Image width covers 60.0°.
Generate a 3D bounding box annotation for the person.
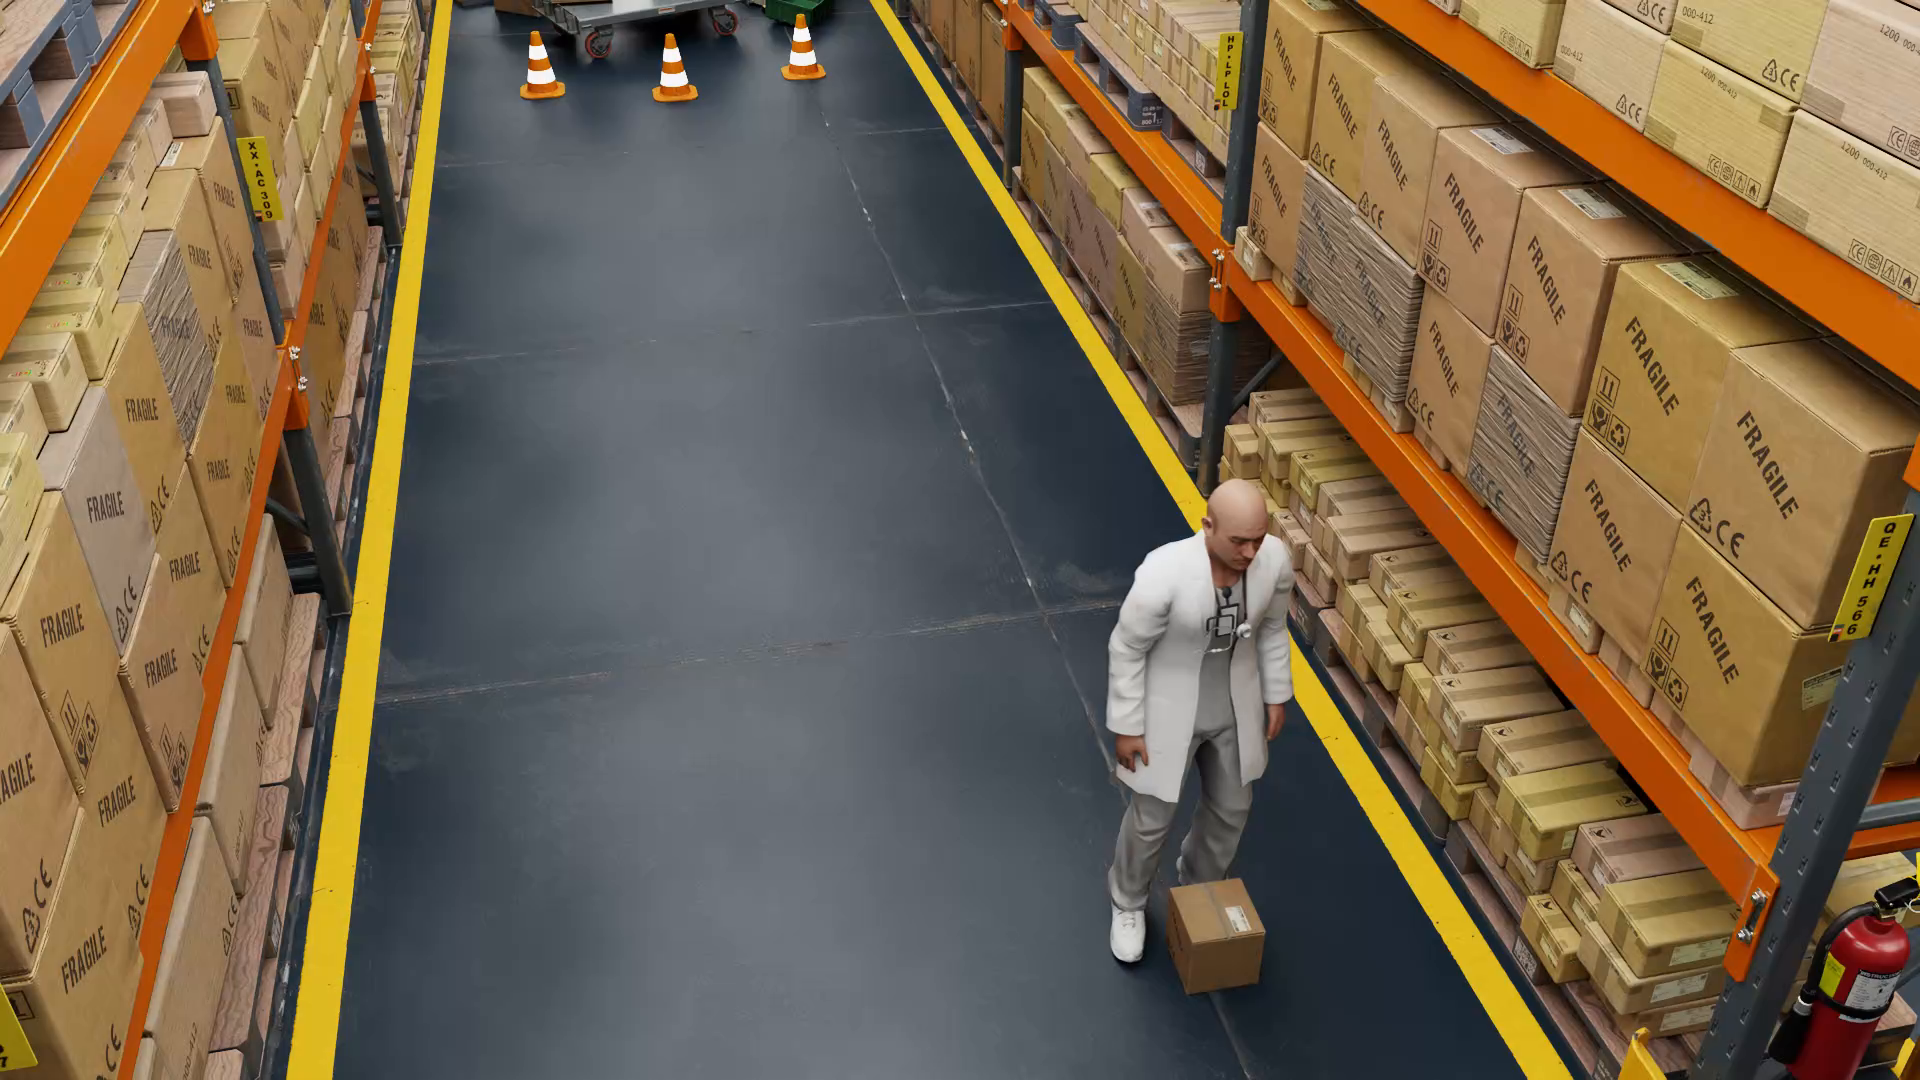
[{"bbox_3d":[0.772,0.557,5.328,0.647,1.772,0.433,-10,35,-15],"label":"person"}]
